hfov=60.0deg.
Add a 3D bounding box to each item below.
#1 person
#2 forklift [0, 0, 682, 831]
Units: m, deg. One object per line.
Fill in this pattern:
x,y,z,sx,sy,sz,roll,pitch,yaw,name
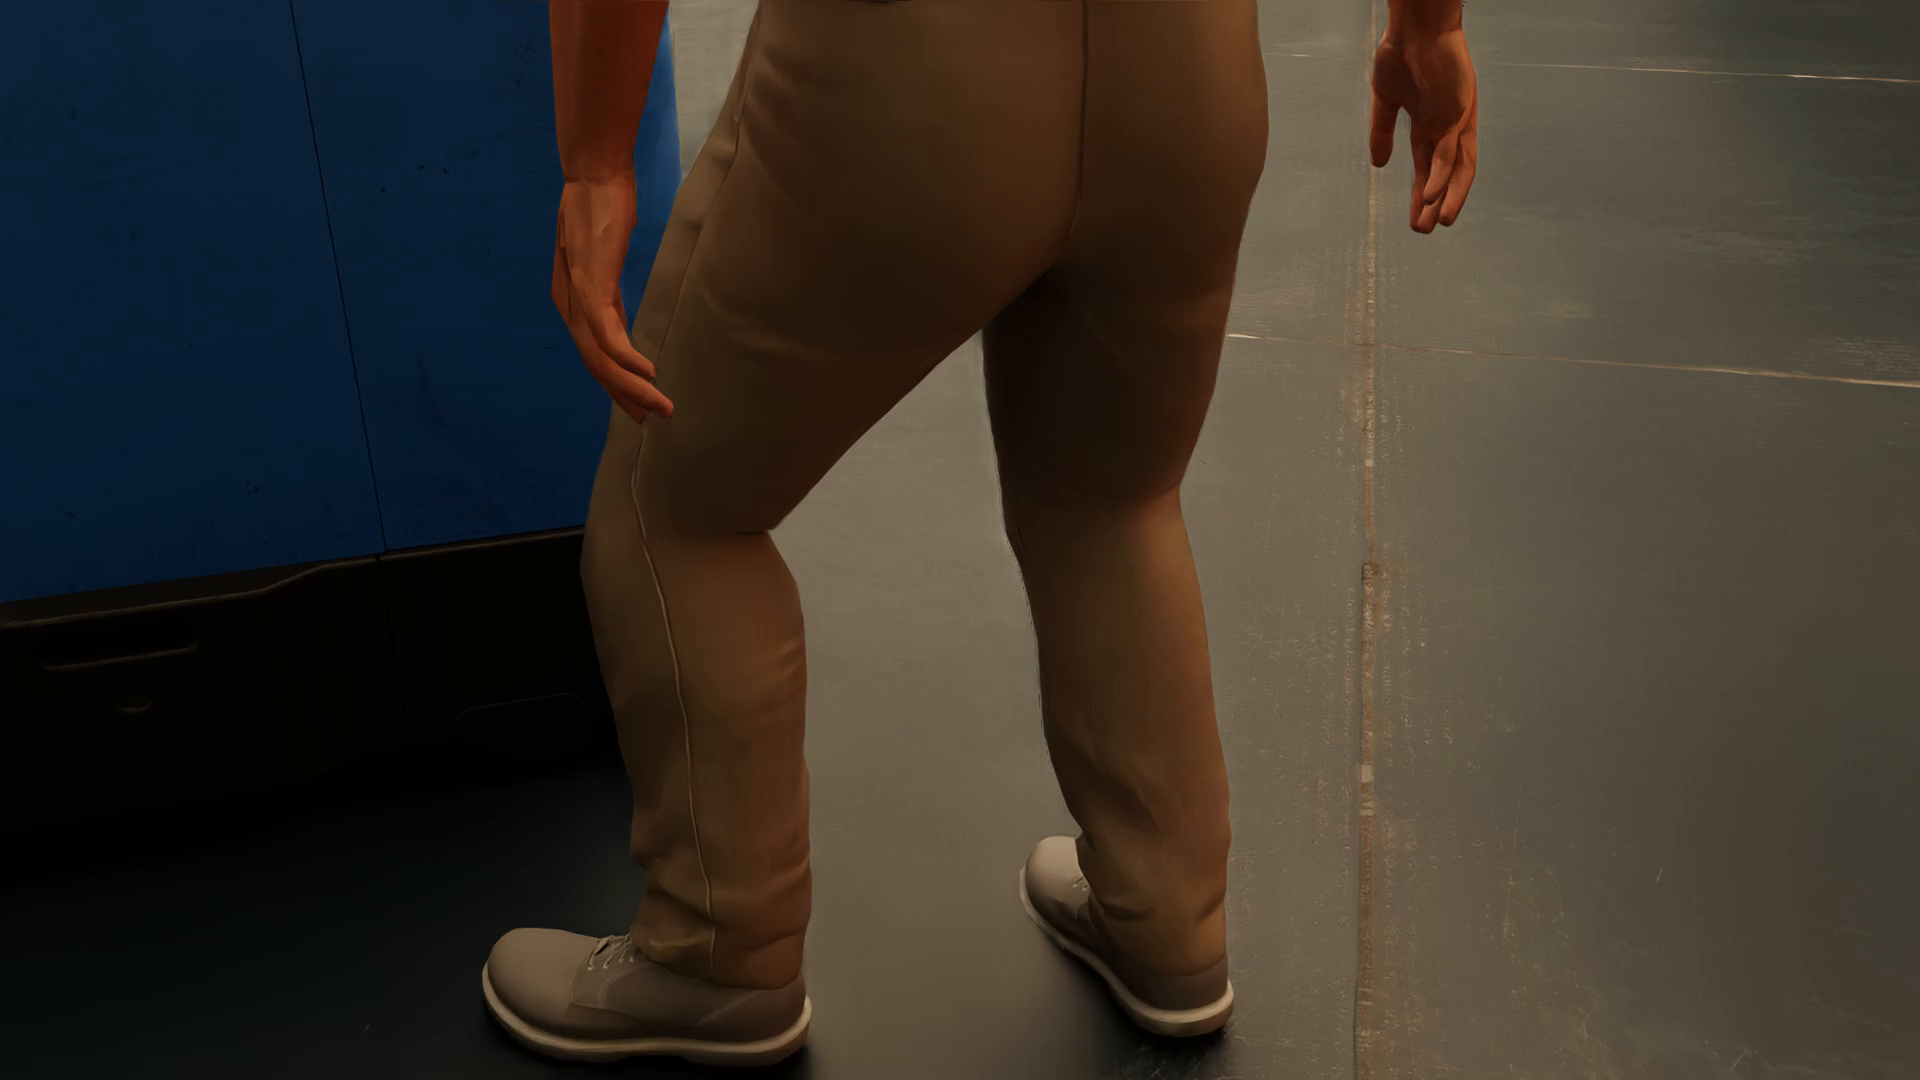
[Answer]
-0.002,-0.323,1.288,0.885,1.701,0.416,-12,29,-22,person
-1.860,-1.080,1.387,3.031,2.935,1.130,-8,28,-16,forklift
